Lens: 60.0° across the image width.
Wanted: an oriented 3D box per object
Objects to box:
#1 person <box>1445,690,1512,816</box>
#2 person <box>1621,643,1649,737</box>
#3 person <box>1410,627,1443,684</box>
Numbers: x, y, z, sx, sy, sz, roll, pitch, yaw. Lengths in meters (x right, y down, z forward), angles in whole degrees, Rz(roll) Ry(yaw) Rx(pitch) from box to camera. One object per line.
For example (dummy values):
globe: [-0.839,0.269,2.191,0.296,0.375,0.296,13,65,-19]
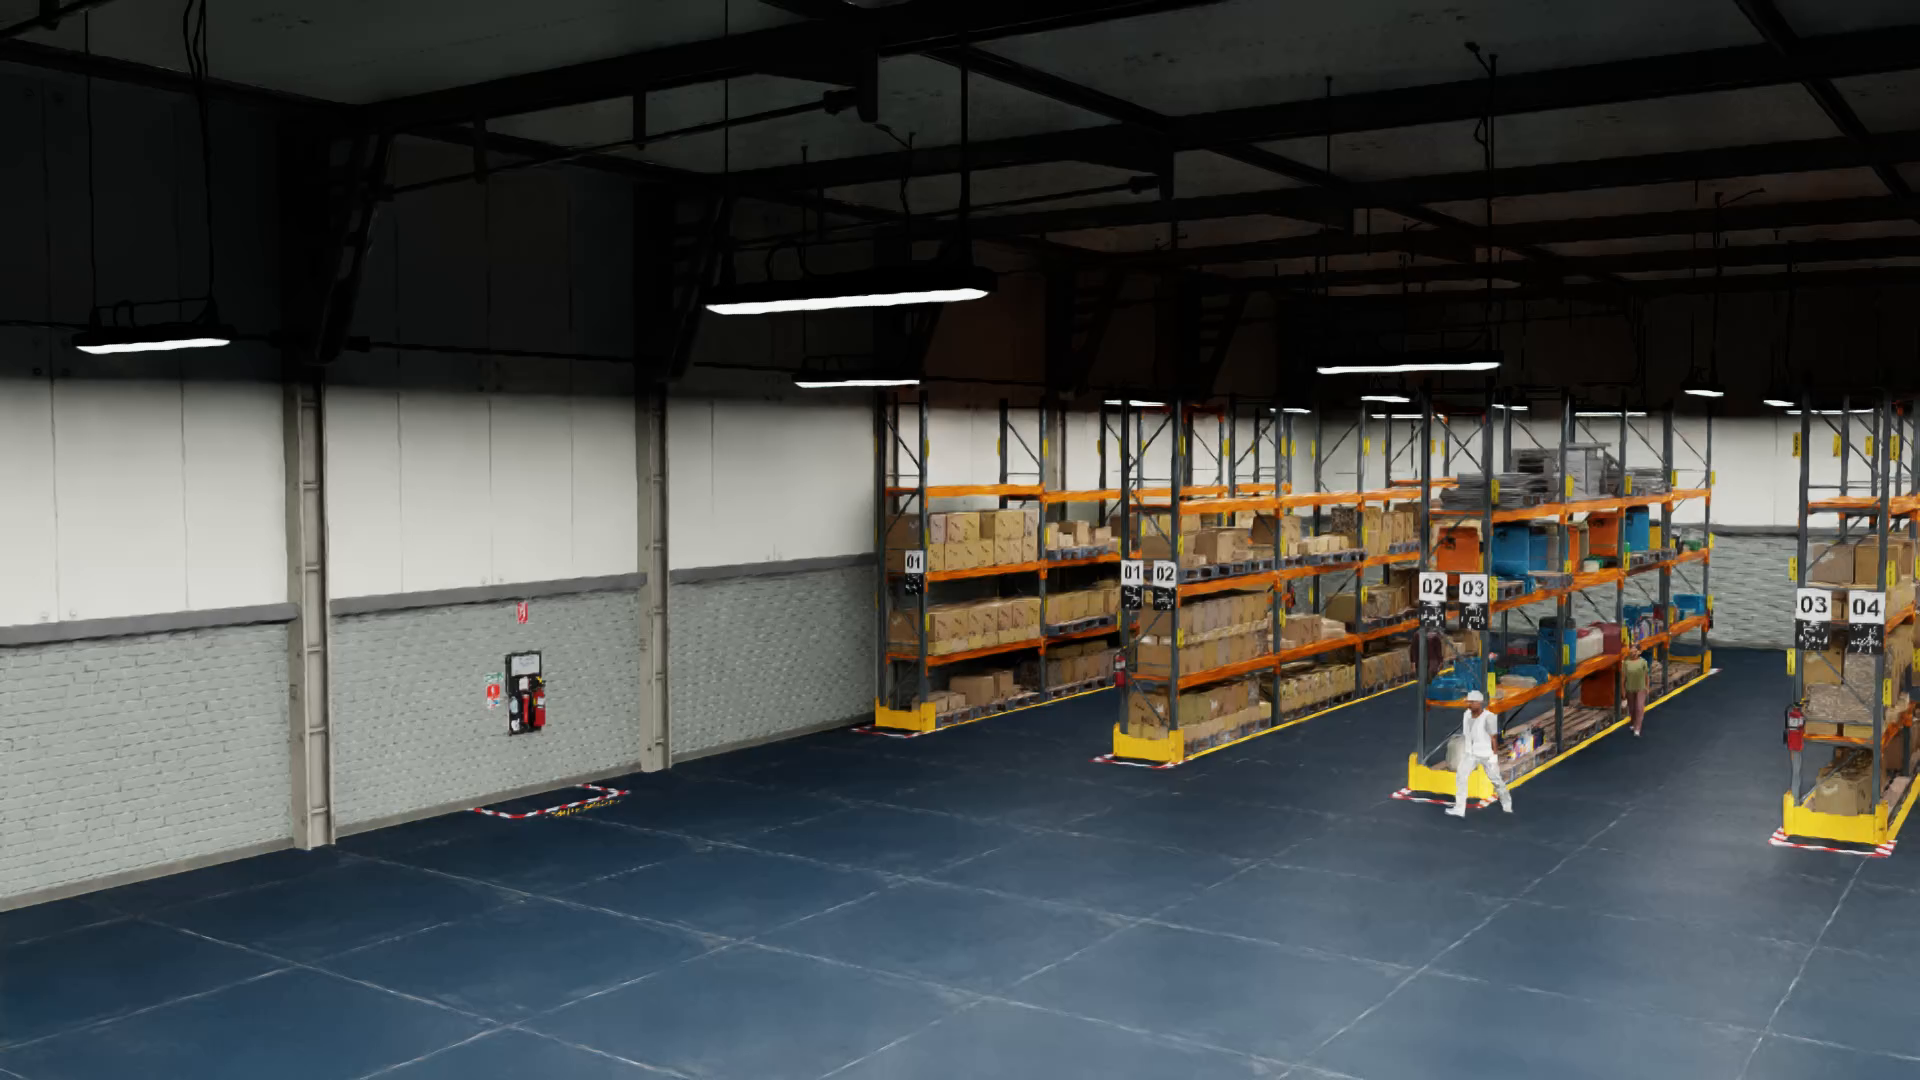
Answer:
person: [7.083,2.890,22.595,0.984,1.731,0.607,-2,4,-35]
person: [11.722,2.578,28.929,0.449,1.586,1.098,2,4,32]
person: [9.002,2.349,32.169,0.600,1.699,1.197,2,4,32]
